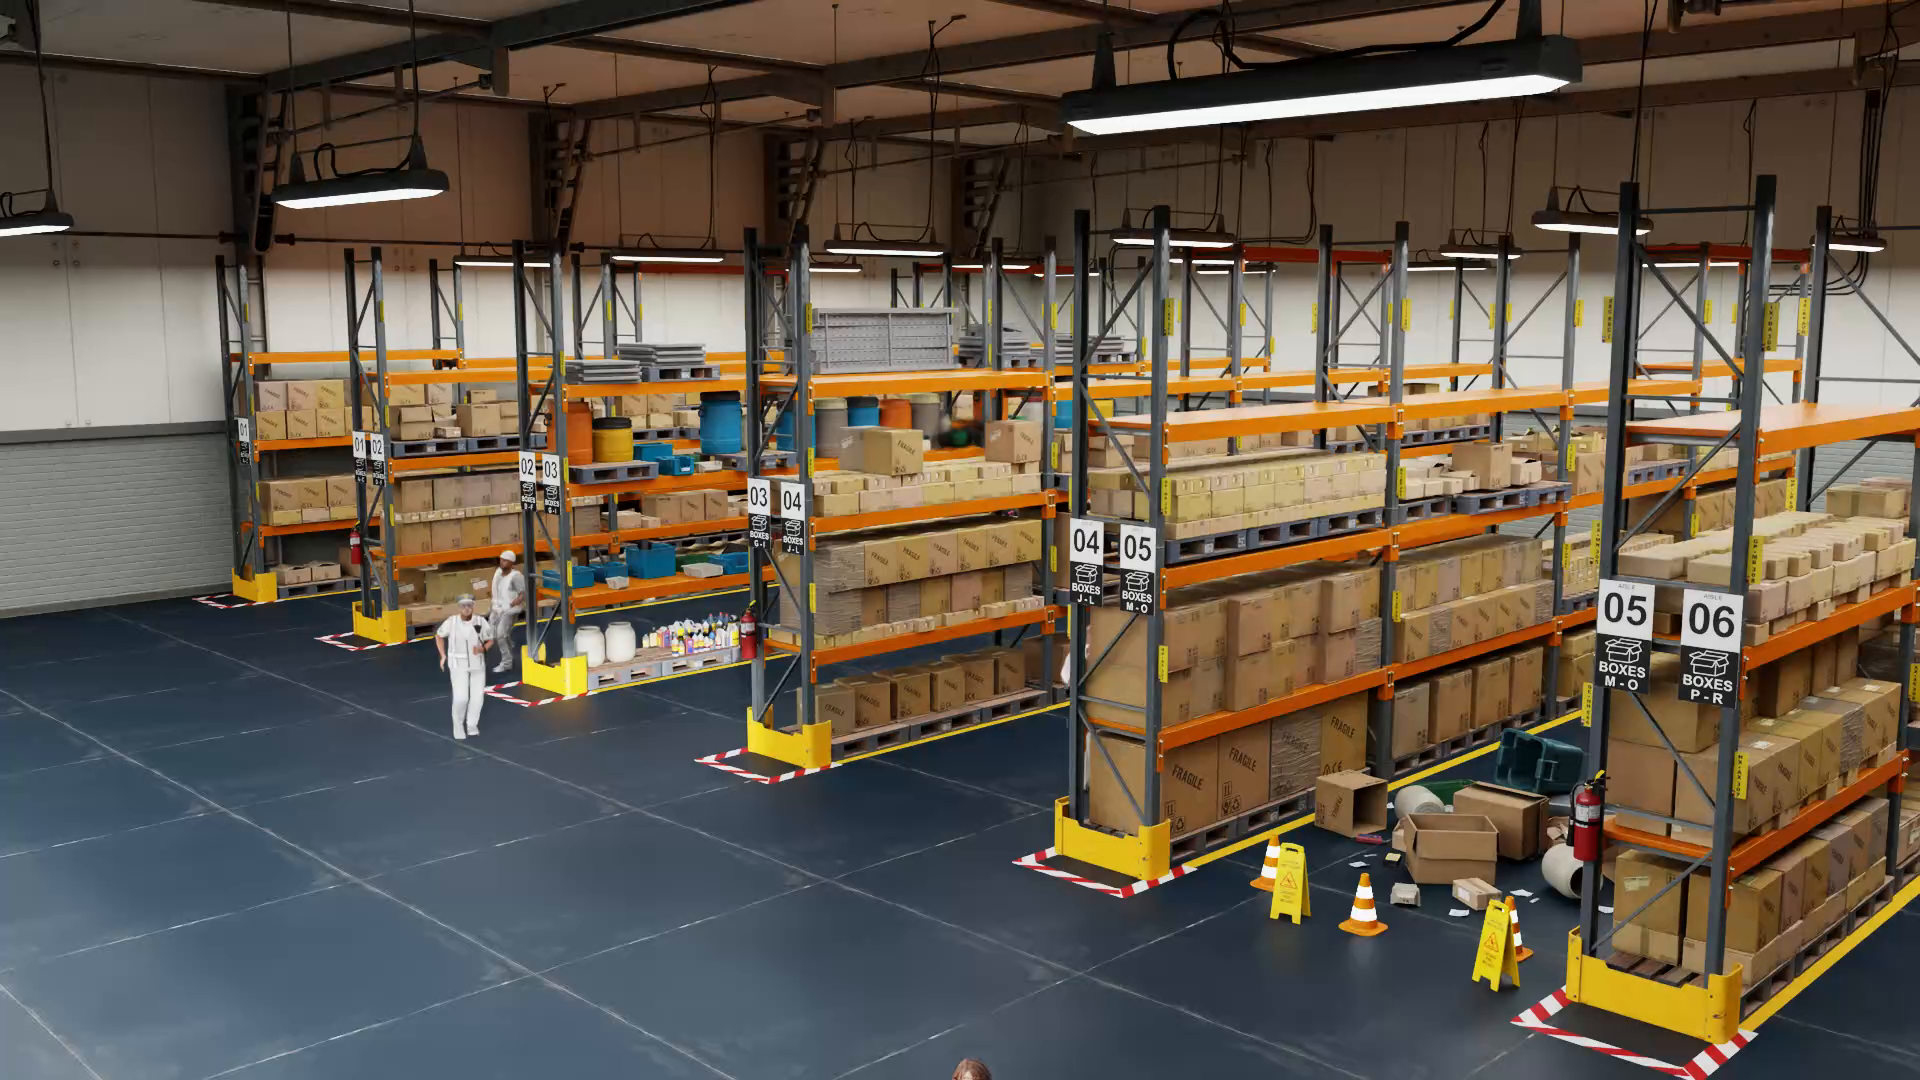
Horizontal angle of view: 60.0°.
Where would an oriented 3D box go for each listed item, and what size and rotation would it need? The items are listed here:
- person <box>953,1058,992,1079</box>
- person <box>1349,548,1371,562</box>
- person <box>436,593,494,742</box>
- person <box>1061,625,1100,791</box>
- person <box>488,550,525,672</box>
[{"bbox_3d":[0.061,3.263,8.043,0.549,1.555,0.837,0,8,3],"label":"person"},{"bbox_3d":[5.766,0.899,24.040,0.671,1.785,0.720,6,10,36],"label":"person"},{"bbox_3d":[-5.844,1.513,19.726,0.636,1.784,0.698,-4,9,-24],"label":"person"},{"bbox_3d":[1.430,1.761,17.902,0.716,1.753,0.901,4,9,29],"label":"person"},{"bbox_3d":[-6.386,1.009,23.483,0.689,1.756,0.584,5,9,31],"label":"person"}]
